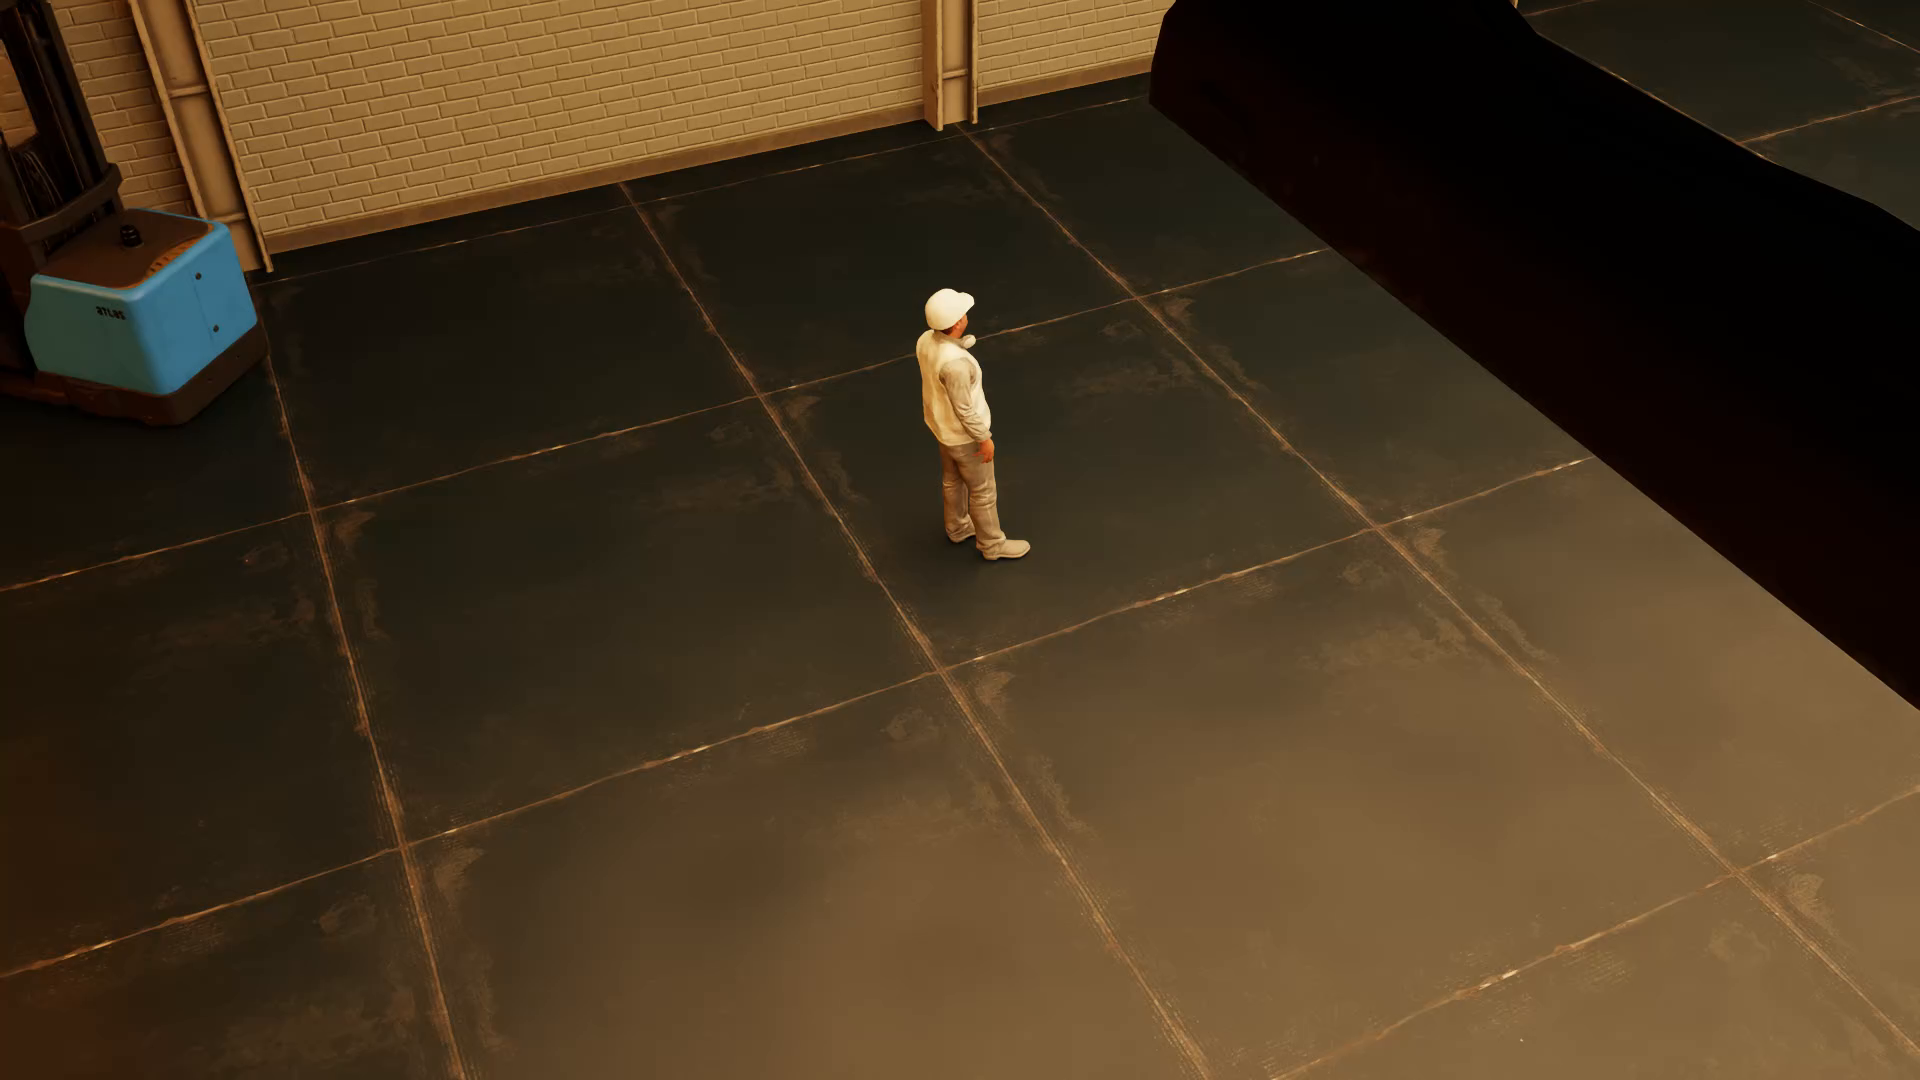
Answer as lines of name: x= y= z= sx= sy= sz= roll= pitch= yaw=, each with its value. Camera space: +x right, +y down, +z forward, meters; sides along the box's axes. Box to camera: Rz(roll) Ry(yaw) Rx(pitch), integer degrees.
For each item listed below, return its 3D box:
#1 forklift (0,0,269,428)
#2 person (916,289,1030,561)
forklift: x=-6.479 y=-2.432 z=10.930 sx=3.031 sy=2.935 sz=1.130 roll=12 pitch=41 yaw=14
person: x=0.059 y=-0.699 z=9.745 sx=0.568 sy=1.773 sz=0.632 roll=-17 pitch=43 yaw=-19
